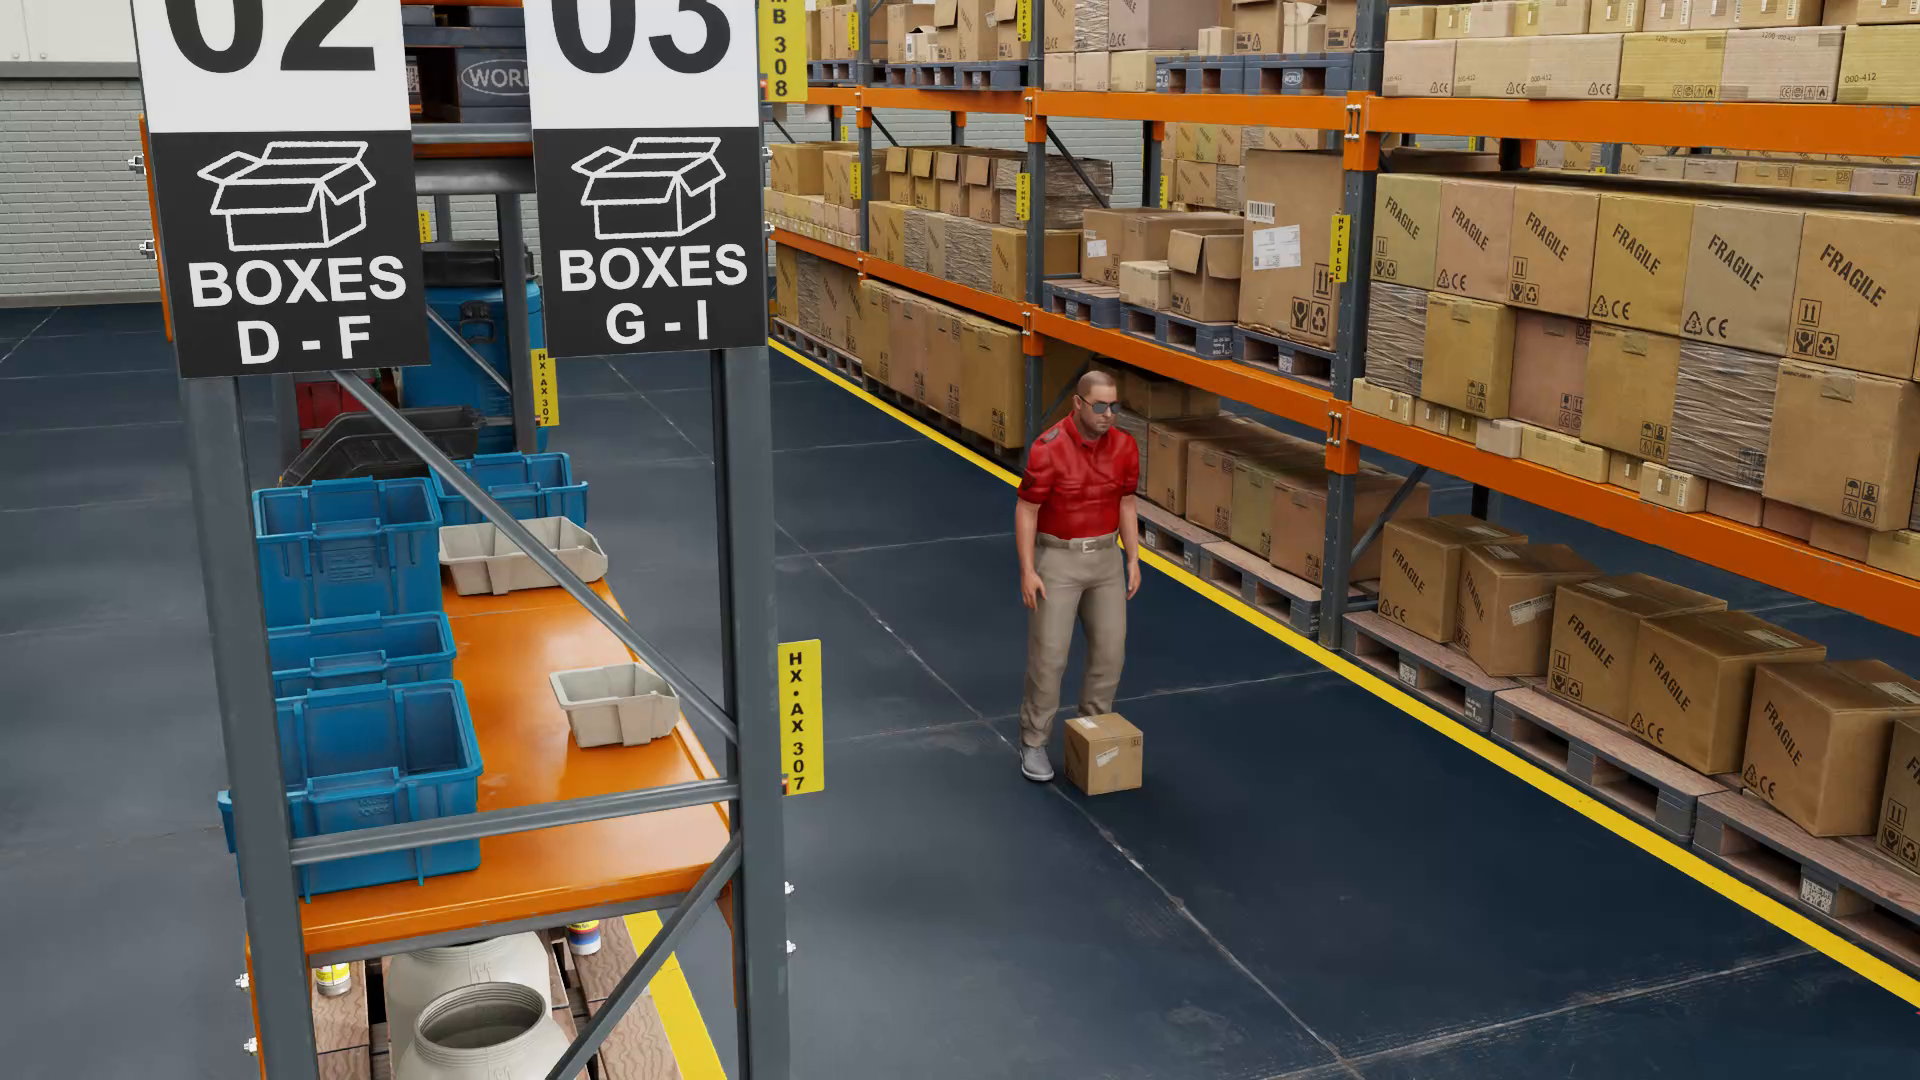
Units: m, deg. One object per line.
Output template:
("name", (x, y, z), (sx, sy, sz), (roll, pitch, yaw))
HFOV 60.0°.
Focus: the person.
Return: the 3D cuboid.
("person", (0.507, 0.130, 7.083), (0.592, 1.726, 0.393), (-7, 17, -23))
